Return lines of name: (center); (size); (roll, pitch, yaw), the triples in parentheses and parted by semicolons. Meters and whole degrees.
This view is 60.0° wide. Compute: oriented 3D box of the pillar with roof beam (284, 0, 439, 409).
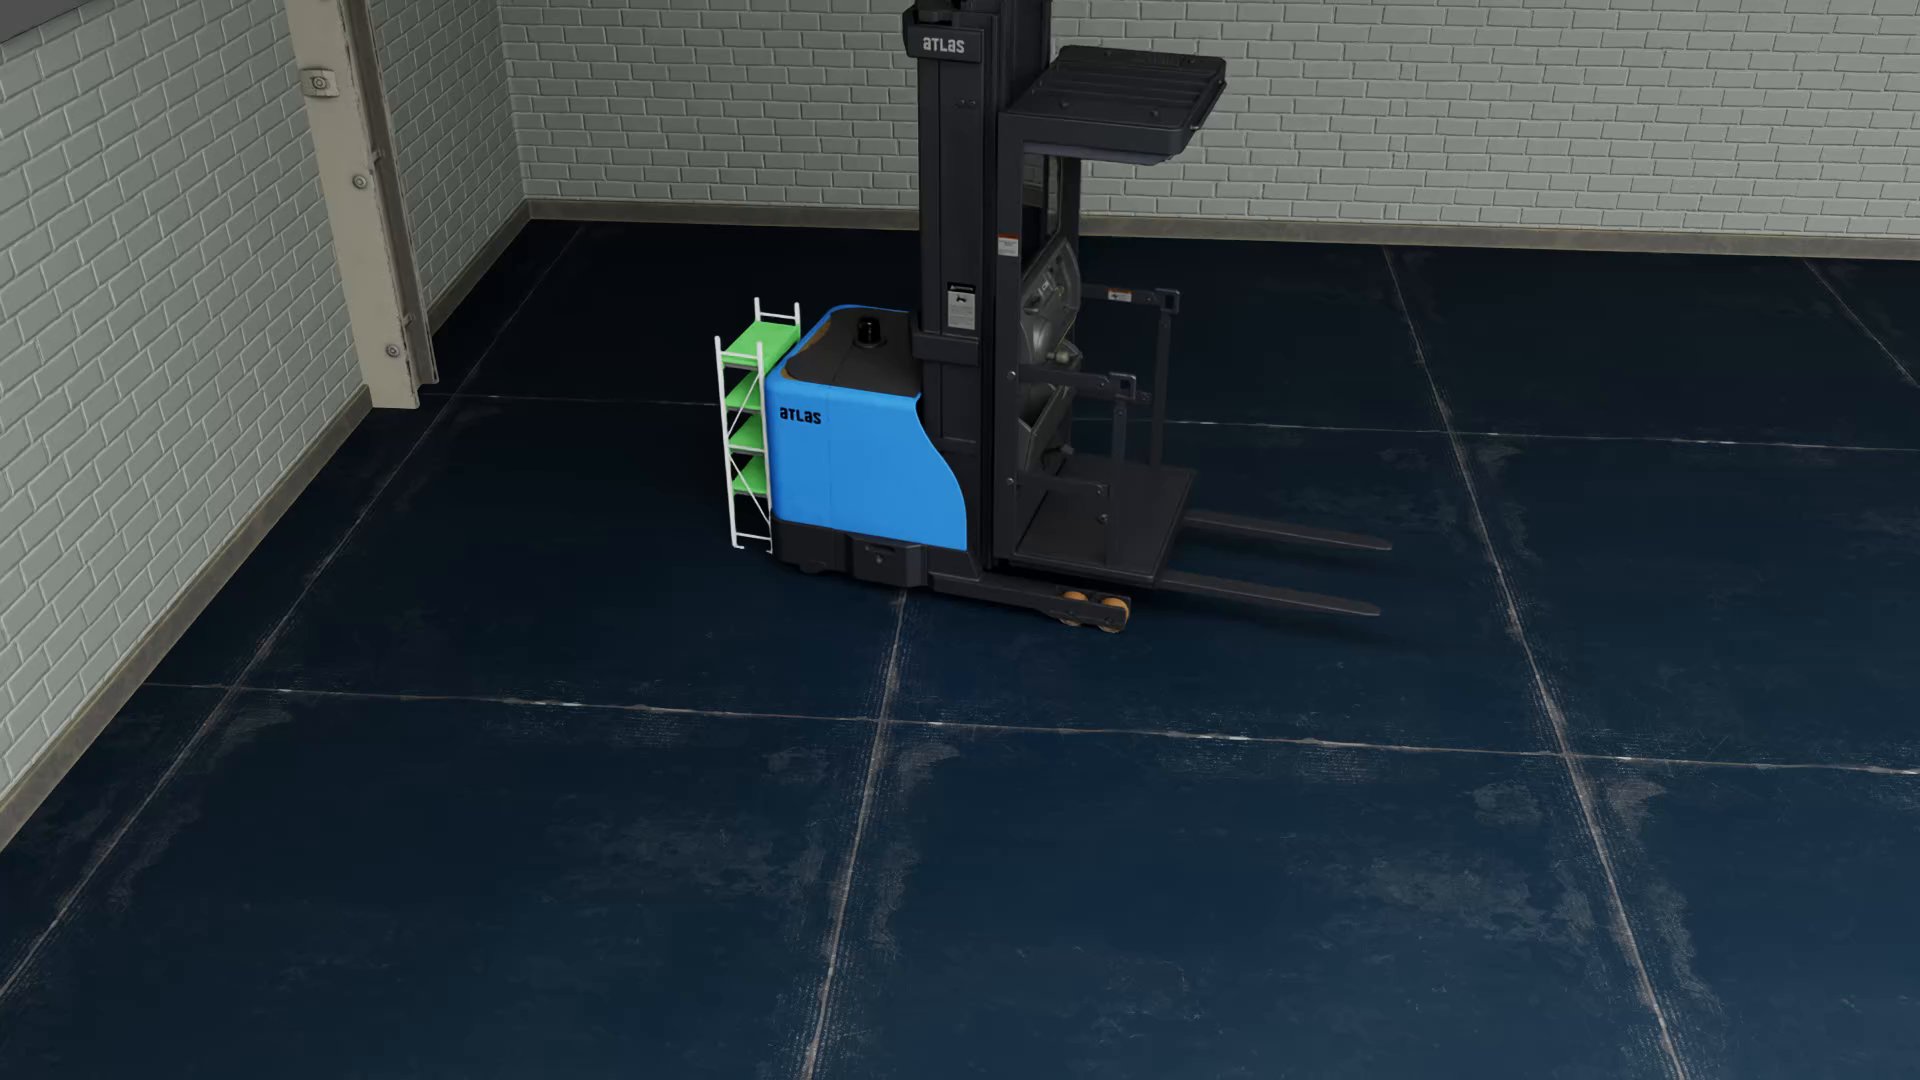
pillar with roof beam: (0.875, -4.549, 7.555); (9.100, 9.000, 0.400); (2, 32, 4)

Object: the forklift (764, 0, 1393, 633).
forklift: (0.615, -1.114, 7.764); (3.031, 2.935, 1.130); (9, 33, 15)

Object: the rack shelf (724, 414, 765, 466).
rack shelf: (-1.001, -0.527, 8.584); (0.258, 0.148, 0.480); (9, 33, 14)

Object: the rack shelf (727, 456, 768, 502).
rack shelf: (-1.001, -0.323, 8.710); (0.258, 0.148, 0.480); (9, 33, 14)

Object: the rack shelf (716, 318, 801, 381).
rack shelf: (-1.001, -0.936, 8.332); (0.258, 0.148, 0.480); (9, 33, 14)

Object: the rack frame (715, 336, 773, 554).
rack frame: (-1.073, -0.459, 8.352); (0.240, 1.200, 0.015); (9, 33, 14)

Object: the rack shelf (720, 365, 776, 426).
rack shelf: (-1.001, -0.732, 8.458); (0.258, 0.148, 0.480); (9, 33, 14)

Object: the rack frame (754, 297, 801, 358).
rack frame: (-0.930, -0.704, 8.749); (0.240, 1.200, 0.015); (9, 33, 14)

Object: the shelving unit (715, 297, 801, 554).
shelving unit: (-1.001, -0.582, 8.550); (0.258, 1.200, 0.503); (9, 33, 14)
